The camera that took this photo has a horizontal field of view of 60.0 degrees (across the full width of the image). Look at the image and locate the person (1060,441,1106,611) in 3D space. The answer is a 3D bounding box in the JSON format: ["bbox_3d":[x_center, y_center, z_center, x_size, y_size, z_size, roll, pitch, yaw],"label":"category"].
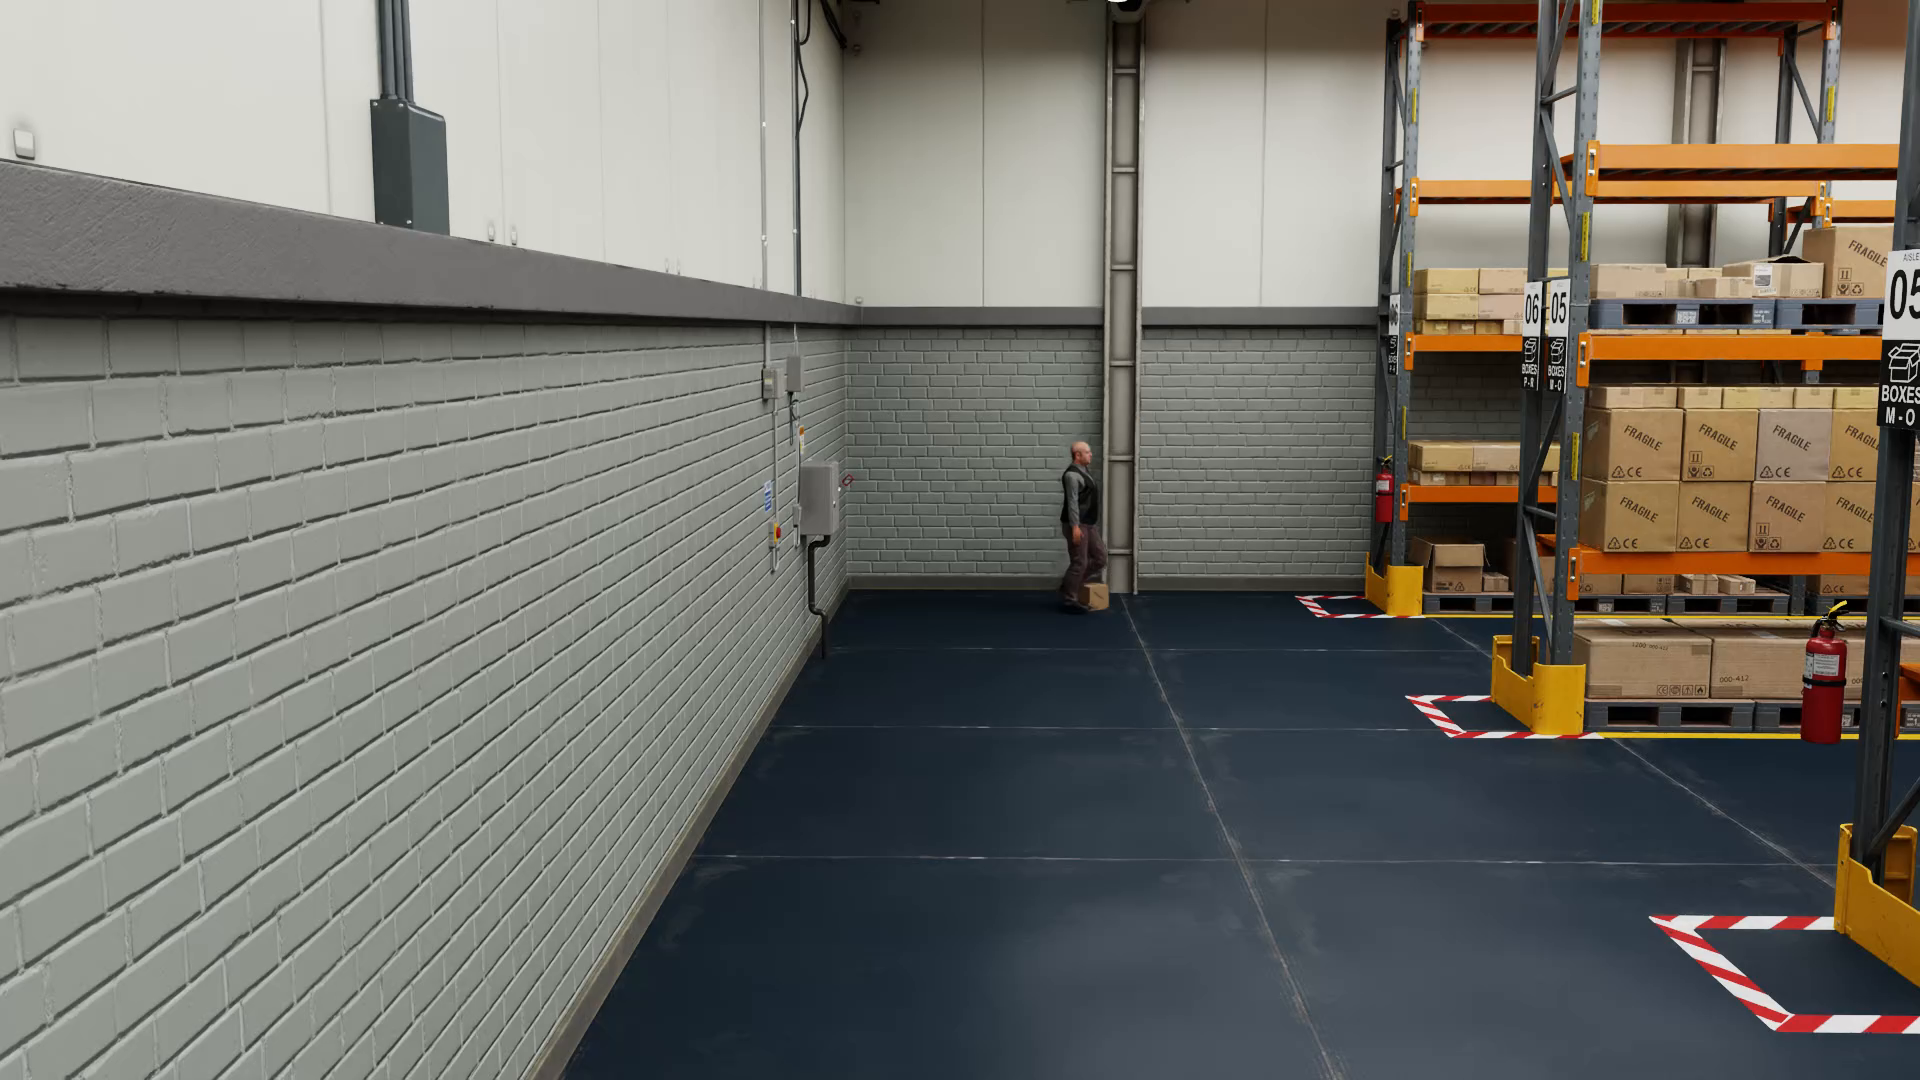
[{"bbox_3d":[1.212,-0.141,16.782,0.469,1.711,0.560,2,8,19],"label":"person"}]
